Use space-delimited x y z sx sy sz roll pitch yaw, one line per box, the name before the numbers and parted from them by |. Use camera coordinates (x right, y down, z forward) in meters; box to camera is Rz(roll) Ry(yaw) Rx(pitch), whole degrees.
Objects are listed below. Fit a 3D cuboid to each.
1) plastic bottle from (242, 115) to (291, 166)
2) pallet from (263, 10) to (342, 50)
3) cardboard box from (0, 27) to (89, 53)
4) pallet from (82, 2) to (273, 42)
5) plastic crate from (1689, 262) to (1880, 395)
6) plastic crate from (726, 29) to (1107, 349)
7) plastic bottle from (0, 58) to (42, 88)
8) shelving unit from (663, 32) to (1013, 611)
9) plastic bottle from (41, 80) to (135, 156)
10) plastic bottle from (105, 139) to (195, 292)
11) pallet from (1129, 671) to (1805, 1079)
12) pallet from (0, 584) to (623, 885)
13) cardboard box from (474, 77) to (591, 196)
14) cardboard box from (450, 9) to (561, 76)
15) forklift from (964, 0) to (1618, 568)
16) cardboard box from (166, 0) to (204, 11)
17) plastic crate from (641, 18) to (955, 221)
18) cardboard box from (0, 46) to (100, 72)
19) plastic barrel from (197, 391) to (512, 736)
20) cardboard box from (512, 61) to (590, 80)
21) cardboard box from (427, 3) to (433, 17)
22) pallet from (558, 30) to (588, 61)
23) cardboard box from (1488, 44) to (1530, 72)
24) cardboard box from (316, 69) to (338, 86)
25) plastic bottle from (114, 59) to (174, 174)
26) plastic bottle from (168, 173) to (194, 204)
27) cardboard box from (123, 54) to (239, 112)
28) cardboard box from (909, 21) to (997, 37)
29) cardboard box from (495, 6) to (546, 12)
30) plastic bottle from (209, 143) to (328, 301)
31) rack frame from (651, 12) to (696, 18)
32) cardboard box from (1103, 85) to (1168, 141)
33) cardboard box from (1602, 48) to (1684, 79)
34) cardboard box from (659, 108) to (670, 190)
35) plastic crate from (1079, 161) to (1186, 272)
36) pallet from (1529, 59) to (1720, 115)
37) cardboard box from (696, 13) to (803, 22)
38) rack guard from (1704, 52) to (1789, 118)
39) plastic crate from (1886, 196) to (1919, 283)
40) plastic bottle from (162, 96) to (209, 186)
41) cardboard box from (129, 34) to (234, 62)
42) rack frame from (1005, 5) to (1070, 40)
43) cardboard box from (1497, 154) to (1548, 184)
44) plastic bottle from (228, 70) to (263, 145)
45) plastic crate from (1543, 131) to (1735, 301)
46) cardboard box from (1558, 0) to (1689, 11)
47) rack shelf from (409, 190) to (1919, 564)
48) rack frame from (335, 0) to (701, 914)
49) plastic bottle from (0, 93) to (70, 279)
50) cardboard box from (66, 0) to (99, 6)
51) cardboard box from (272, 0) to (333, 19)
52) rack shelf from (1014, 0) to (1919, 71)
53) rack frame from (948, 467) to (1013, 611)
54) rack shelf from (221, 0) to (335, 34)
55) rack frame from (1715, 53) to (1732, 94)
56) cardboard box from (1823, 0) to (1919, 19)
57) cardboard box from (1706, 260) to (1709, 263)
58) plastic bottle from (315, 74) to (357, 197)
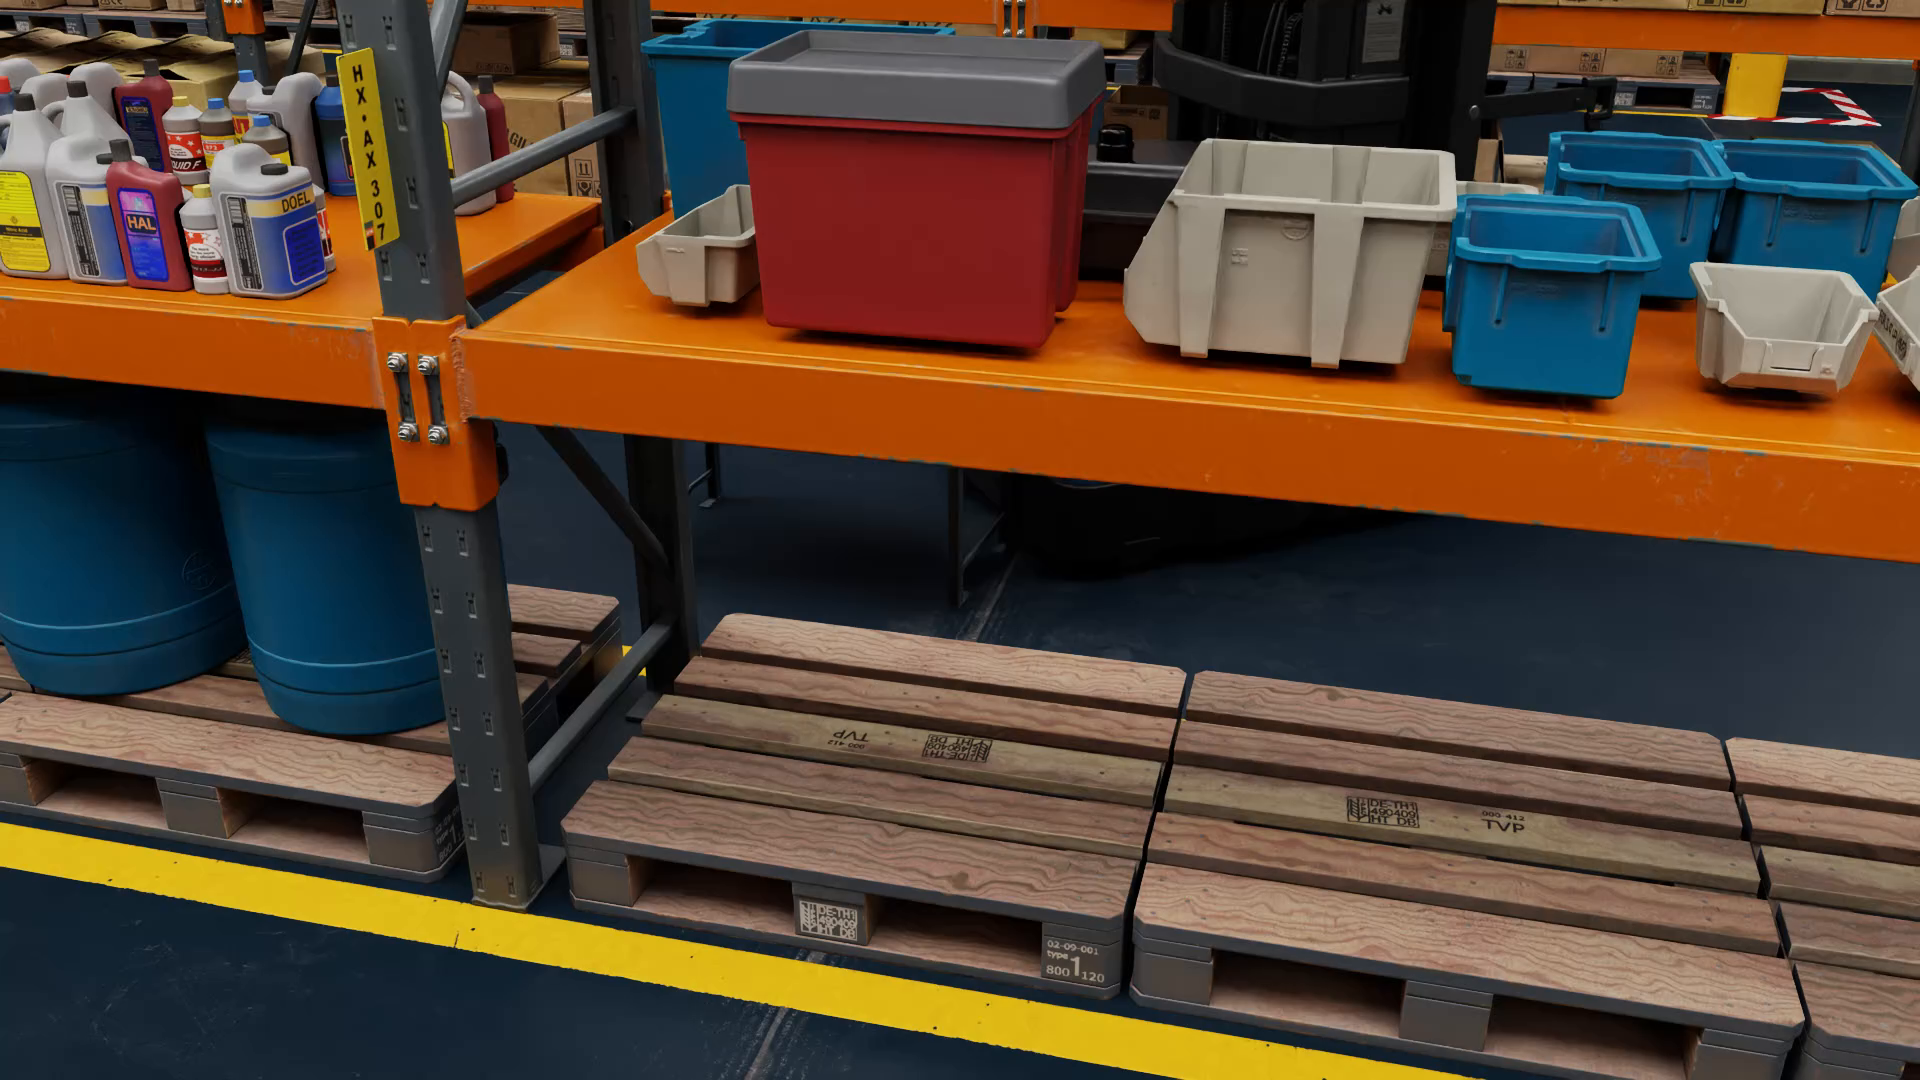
plastic bottle | -1.588 -0.870 3.820 0.097 0.201 0.097 0 25 0
pallet | -5.393 -4.406 14.258 1.213 0.211 1.003 6 26 13
cardboard box | -5.440 -2.799 9.698 0.500 0.311 0.500 6 26 12
pallet | -6.807 -4.546 14.552 1.213 0.211 1.003 6 26 13
plastic crate | 1.328 -0.339 2.709 0.250 0.136 0.298 6 26 13
plastic crate | -0.065 -0.623 2.924 0.583 0.464 0.402 6 26 13
plastic bottle | -2.342 -1.043 4.095 0.135 0.276 0.152 6 26 13
shelving unit | -0.413 -0.649 4.868 1.048 1.500 0.538 9 27 18
plastic bottle | -1.803 -0.767 3.428 0.185 0.351 0.144 6 26 13
plastic bottle | -1.565 -0.627 3.214 0.133 0.283 0.061 6 26 13
pallet | 1.040 0.685 3.566 1.213 0.211 1.003 6 26 13
pallet | -1.604 0.393 4.180 1.213 0.211 1.003 6 26 13
cardboard box | -2.141 -2.049 8.461 0.500 0.500 0.500 6 26 12
cardboard box | -2.484 -2.658 8.868 0.500 0.250 0.500 7 26 15
forklift | 1.494 -1.641 5.288 3.031 2.935 1.130 -10 27 -21
cardboard box | -6.673 -4.712 14.441 0.250 0.166 0.380 3 26 6
plastic crate | -0.330 -0.878 3.554 0.575 0.384 0.392 6 26 13
cardboard box | -5.066 -2.520 9.111 0.500 0.311 0.500 6 26 13
plastic barrel | -1.390 -0.074 3.869 0.708 0.901 0.600 6 26 13
cardboard box | -2.038 -2.269 8.922 0.500 0.500 0.500 5 26 11
cardboard box | -4.434 -4.640 13.902 0.500 0.500 0.700 7 26 14
pallet | -3.030 -4.144 13.710 1.213 0.211 1.003 6 26 13
cardboard box | 3.799 -3.664 11.876 0.500 0.500 0.700 5 26 11
cardboard box | -3.134 -2.159 8.691 0.500 0.500 0.500 7 26 15
plastic bottle | -1.976 -1.026 4.051 0.133 0.283 0.061 6 26 13
plastic bottle | -1.563 -0.625 3.305 0.097 0.201 0.097 0 25 0
cardboard box | -4.072 -2.411 8.883 0.500 0.311 0.500 7 26 14
cardboard box | 0.077 -4.219 12.635 0.750 0.750 0.750 7 26 15
cardboard box | -3.454 -4.548 13.710 0.500 0.500 0.700 6 26 13
plastic bottle | -1.329 -0.618 3.203 0.135 0.276 0.152 6 26 13
rack frame | -2.274 -5.319 12.933 0.127 3.000 1.000 6 26 13
cardboard box | 0.993 -1.955 8.264 0.500 0.500 0.500 6 26 13
cardboard box | 4.771 -3.557 11.651 0.500 0.500 0.700 6 26 13
cardboard box | -1.141 -1.942 8.236 0.500 0.500 0.500 7 26 14
plastic crate | 0.284 -0.661 3.400 0.590 0.125 0.437 6 26 13
pallet | 4.680 -3.257 11.845 1.213 0.211 1.003 6 26 13
cardboard box | -1.594 -4.405 13.025 0.750 0.750 0.750 6 26 12
rack guard | 5.497 -3.332 11.666 0.348 0.500 1.175 6 26 13
plastic crate | 1.903 -0.551 3.155 0.298 0.136 0.250 6 26 13
plastic bottle | -1.869 -0.969 4.027 0.097 0.201 0.097 0 25 0
cardboard box | -4.449 -2.689 9.466 0.500 0.311 0.500 6 26 12
rack frame | 0.370 -2.828 7.701 0.127 3.000 1.000 6 26 13
cardboard box | 2.820 -1.641 7.893 0.500 0.250 0.500 6 26 13
plastic bottle | -1.680 -0.980 3.968 0.097 0.271 0.097 0 25 0
plastic crate | 1.284 -0.626 3.201 0.300 0.233 0.416 6 26 13
cardboard box | 2.757 -2.490 6.874 0.500 0.500 0.500 7 26 13
rack shelf | 1.070 -0.228 3.076 4.000 0.370 1.077 6 26 13
rack frame | -0.867 -0.767 3.371 0.127 3.000 1.000 6 26 13
plastic bottle | -1.839 -0.706 3.302 0.185 0.351 0.144 6 26 13
cardboard box | -7.692 -4.838 14.728 0.250 0.149 0.380 4 26 9
cardboard box | -5.431 -4.746 14.125 0.500 0.500 0.700 7 26 15
rack shelf | 2.307 -2.289 7.406 4.000 0.370 1.077 6 26 13
rack frame | 0.065 -0.575 4.713 0.032 1.500 0.500 9 27 18
rack shelf | -5.441 -3.146 9.205 4.000 0.370 1.077 6 26 13
rack frame | 5.474 -4.463 11.134 0.127 3.000 1.000 6 26 13
cardboard box | 3.743 -2.380 6.643 0.500 0.500 0.500 7 26 15
cardboard box | 3.286 -1.356 7.393 0.250 0.166 0.380 6 26 13
plastic bottle | -1.456 -0.955 3.916 0.097 0.271 0.097 0 25 0
